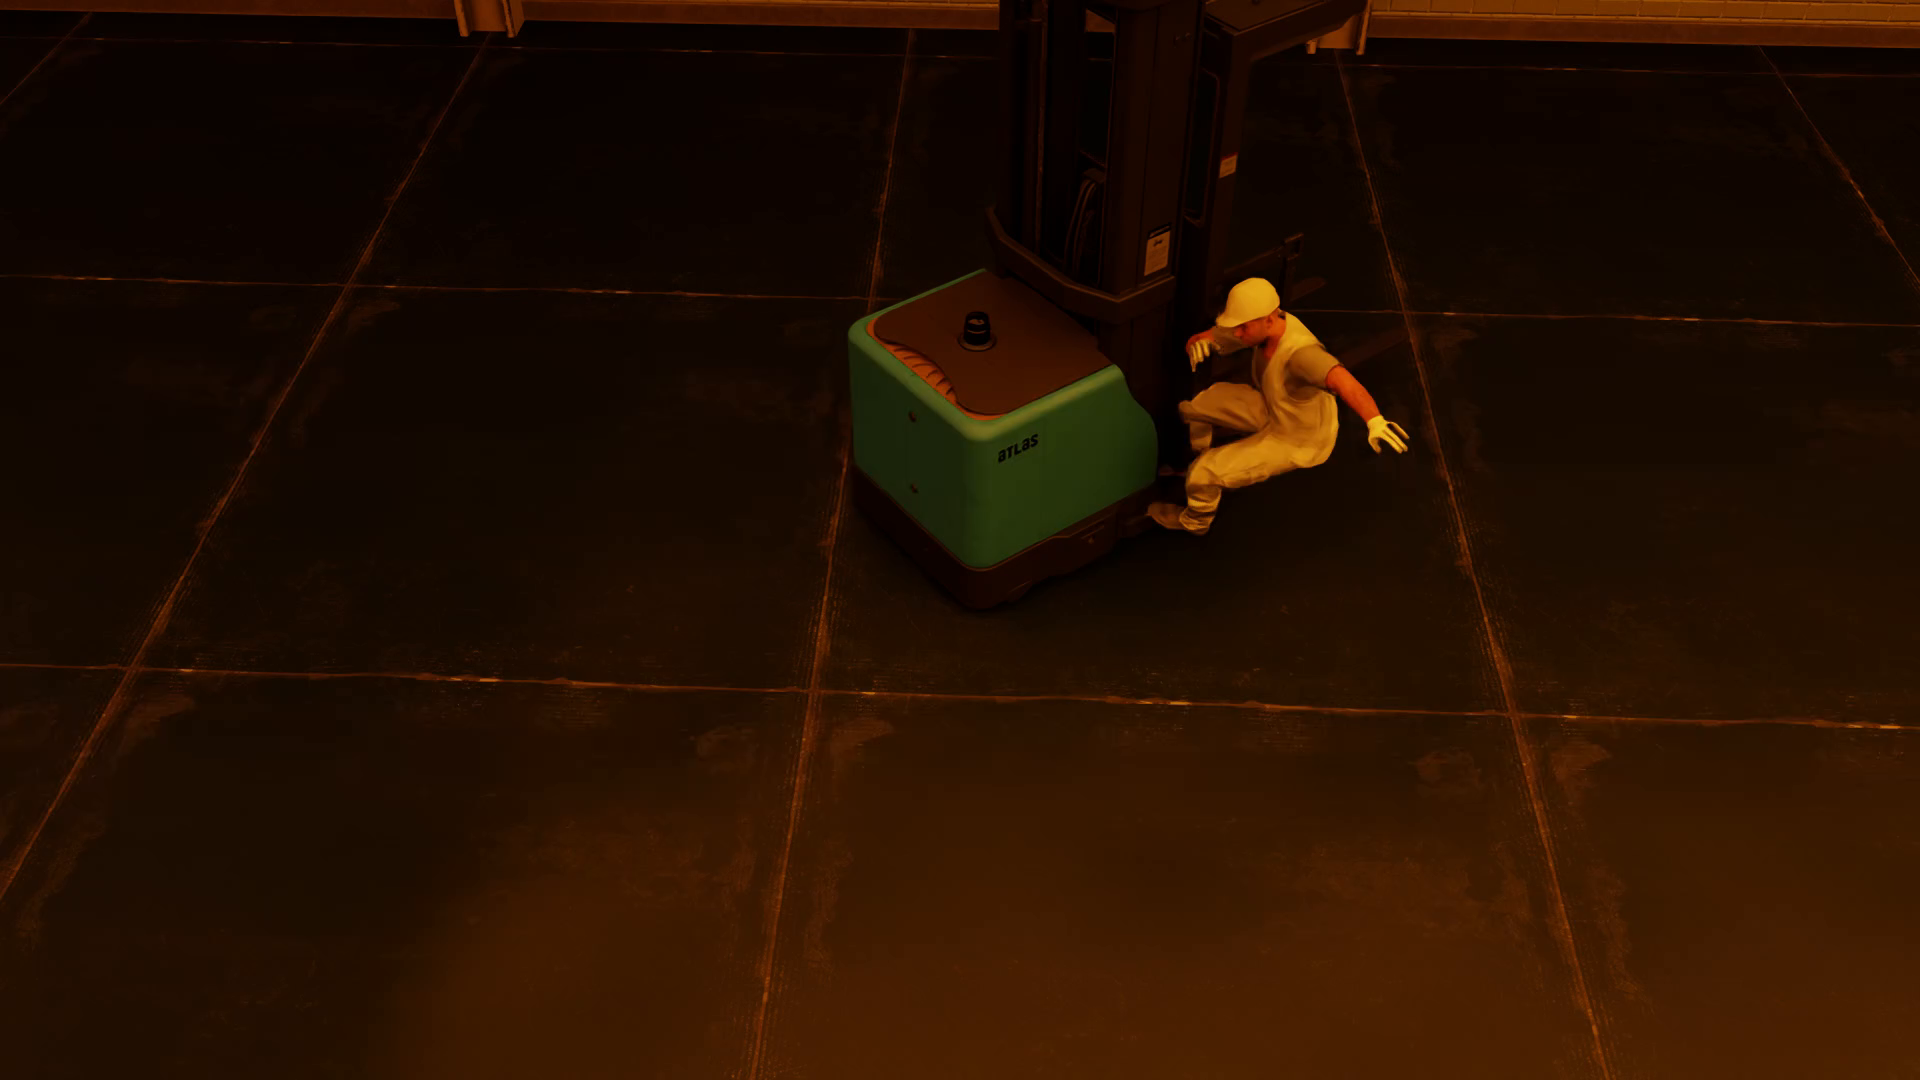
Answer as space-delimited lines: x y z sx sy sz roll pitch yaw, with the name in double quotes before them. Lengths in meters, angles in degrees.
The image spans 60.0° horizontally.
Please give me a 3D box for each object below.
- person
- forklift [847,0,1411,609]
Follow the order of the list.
"person" 1.294 -0.431 7.178 0.737 1.404 1.415 -7 43 -7
"forklift" 0.969 -1.582 7.475 3.031 2.935 1.130 -27 49 -26
